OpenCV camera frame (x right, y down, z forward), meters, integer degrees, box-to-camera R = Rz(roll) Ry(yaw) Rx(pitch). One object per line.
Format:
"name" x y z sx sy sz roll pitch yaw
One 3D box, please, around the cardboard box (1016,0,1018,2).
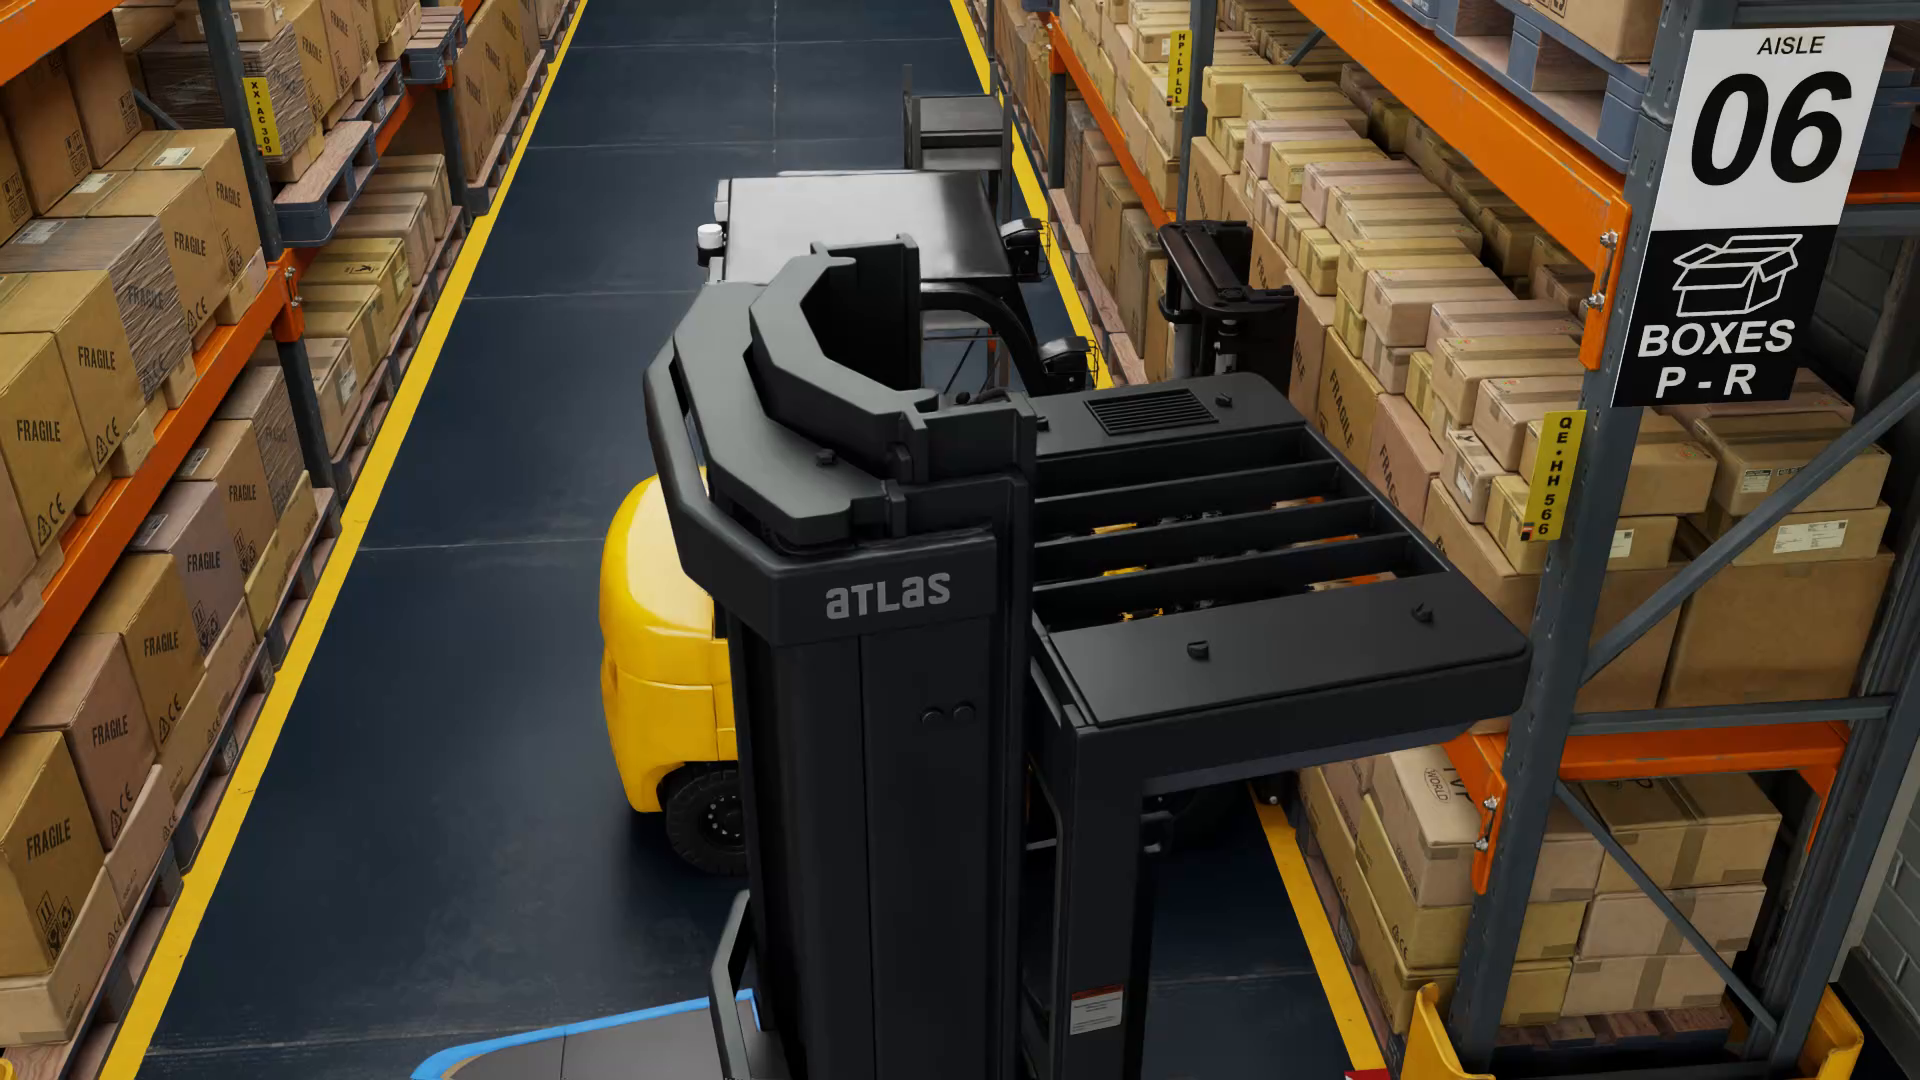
"cardboard box" 0.649 -4.609 13.936 0.380 0.149 0.250 -4 31 -7

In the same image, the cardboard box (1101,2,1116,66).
"cardboard box" 1.064 -2.773 9.127 0.500 0.250 0.500 -2 31 -4

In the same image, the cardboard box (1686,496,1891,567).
"cardboard box" 2.090 -0.067 4.208 0.380 0.149 0.250 -4 31 -6

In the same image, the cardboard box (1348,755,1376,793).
"cardboard box" 1.456 0.530 5.234 0.500 0.250 0.500 -2 31 -4

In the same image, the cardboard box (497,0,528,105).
"cardboard box" -3.970 -3.942 13.087 0.875 0.875 0.875 -2 31 -3

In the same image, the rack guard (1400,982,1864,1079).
"rack guard" 1.866 1.525 4.709 1.175 0.500 0.348 -3 31 -5

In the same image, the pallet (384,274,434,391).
"pallet" -3.643 -1.187 9.532 1.003 0.211 1.213 -3 31 -5

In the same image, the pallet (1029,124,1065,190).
"pallet" 1.084 -2.831 12.283 1.003 0.211 1.213 -3 31 -5

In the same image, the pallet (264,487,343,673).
"pallet" -3.354 0.175 7.250 1.003 0.211 1.213 -3 31 -5

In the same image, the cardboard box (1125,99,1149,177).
"cardboard box" 1.130 -2.039 8.385 0.500 0.250 0.500 -3 31 -5

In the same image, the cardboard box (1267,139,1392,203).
"cardboard box" 1.344 -1.348 6.062 0.380 0.149 0.250 -3 31 -5

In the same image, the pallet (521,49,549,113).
"pallet" -4.052 -3.860 14.006 1.003 0.211 1.213 -3 31 -5

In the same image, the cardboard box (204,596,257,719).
"cardboard box" -3.027 0.458 6.331 0.500 0.250 0.500 -2 31 -4

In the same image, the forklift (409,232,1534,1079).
"forklift" 0.327 0.854 3.462 3.031 2.935 1.130 -8 32 -13

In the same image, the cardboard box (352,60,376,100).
"cardboard box" -3.283 -2.399 8.677 0.380 0.149 0.250 -2 31 -3

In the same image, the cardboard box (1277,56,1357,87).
"cardboard box" 1.670 -2.114 7.633 0.380 0.149 0.250 -3 31 -6

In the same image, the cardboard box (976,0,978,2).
"cardboard box" 0.469 -5.551 16.147 0.700 0.500 0.500 -4 31 -6

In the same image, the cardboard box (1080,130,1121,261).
"cardboard box" 1.229 -2.153 10.336 0.875 0.625 0.625 -2 31 -3

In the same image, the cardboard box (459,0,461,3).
"cardboard box" -3.687 -3.864 11.440 0.500 0.250 0.500 -4 31 -6

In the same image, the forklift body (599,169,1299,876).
"forklift body" -0.130 -0.077 5.781 2.313 2.155 1.214 -3 31 -5

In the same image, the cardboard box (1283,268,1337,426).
"cardboard box" 1.411 -0.625 5.774 0.500 0.500 0.500 -3 31 -4

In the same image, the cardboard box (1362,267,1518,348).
"cardboard box" 1.431 -0.697 4.972 0.380 0.149 0.250 -2 31 -3

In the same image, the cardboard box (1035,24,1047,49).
"cardboard box" 0.777 -3.809 12.598 0.380 0.149 0.250 -3 31 -5

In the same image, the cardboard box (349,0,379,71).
"cardboard box" -3.349 -2.737 8.611 0.500 0.500 0.500 -4 31 -7

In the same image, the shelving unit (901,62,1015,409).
"shelving unit" -0.015 -0.986 7.353 0.431 2.100 0.503 -3 31 -5

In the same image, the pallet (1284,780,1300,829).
"pallet" 1.639 0.627 6.495 1.003 0.211 1.213 -3 31 -5

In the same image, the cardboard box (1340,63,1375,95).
"cardboard box" 1.820 -1.903 6.991 0.380 0.149 0.250 -3 31 -4

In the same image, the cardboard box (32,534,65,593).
"cardboard box" -2.921 0.074 4.946 0.380 0.149 0.250 -2 31 -3

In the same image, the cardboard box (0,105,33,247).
"cardboard box" -3.581 -1.208 5.485 0.700 0.500 0.500 -3 31 -6

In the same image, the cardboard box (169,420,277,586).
"cardboard box" -3.080 -0.136 6.593 0.500 0.500 0.500 -2 31 -4

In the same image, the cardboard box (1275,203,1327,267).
"cardboard box" 1.348 -1.094 5.926 0.380 0.149 0.250 -4 31 -6

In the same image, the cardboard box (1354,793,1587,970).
"cardboard box" 1.507 0.992 4.949 0.500 0.250 0.500 -3 31 -5

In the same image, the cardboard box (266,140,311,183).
"cardboard box" -3.189 -1.733 7.561 0.380 0.149 0.250 -2 31 -4

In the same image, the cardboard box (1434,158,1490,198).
"cardboard box" 1.908 -1.248 5.894 0.380 0.149 0.250 -3 31 -5

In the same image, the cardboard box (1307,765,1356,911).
"cardboard box" 1.468 0.961 5.488 0.500 0.250 0.500 -3 31 -5

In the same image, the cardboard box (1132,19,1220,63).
"cardboard box" 1.067 -2.474 8.237 0.380 0.149 0.250 -4 31 -6

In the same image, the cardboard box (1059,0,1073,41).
"cardboard box" 0.914 -3.342 10.566 0.500 0.250 0.500 -3 31 -4

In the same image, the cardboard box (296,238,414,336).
"cardboard box" -3.641 -1.404 9.329 0.950 0.372 0.625 -2 31 -3

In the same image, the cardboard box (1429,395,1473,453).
"cardboard box" 1.535 -0.310 4.614 0.380 0.149 0.250 -2 31 -4

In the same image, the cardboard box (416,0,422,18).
"cardboard box" -3.464 -3.188 9.998 0.380 0.149 0.250 -2 31 -4

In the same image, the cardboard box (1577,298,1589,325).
"cardboard box" 2.007 -0.588 4.788 0.380 0.149 0.250 -3 31 -4

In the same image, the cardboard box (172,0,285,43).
"cardboard box" -3.144 -2.249 7.161 0.380 0.149 0.250 -3 31 -5

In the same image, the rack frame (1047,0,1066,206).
"rack frame" 1.116 -3.645 10.927 1.000 3.000 0.127 -3 31 -5

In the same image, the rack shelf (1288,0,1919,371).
"rack shelf" 1.676 -1.560 5.214 1.077 0.370 4.000 -3 31 -5

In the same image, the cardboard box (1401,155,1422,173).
"cardboard box" 1.912 -1.380 6.405 0.380 0.149 0.250 -3 31 -4

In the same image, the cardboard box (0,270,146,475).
"cardboard box" -3.002 -0.530 5.325 0.500 0.500 0.500 -3 31 -6

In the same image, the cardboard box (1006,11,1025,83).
"cardboard box" 0.665 -4.010 13.566 0.500 0.500 0.500 -4 31 -6

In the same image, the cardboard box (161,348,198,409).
"cardboard box" -3.020 -0.587 6.052 0.380 0.149 0.250 -3 31 -5

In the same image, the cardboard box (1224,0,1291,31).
"cardboard box" 1.604 -2.767 8.727 0.380 0.149 0.250 -3 31 -5

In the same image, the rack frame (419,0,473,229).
"rack frame" -3.826 -3.405 10.526 1.000 3.000 0.127 -3 31 -5

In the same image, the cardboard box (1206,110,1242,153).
"cardboard box" 1.258 -1.749 7.022 0.380 0.149 0.250 -3 31 -5

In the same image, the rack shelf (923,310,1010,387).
"rack shelf" -0.015 -0.974 7.360 0.431 0.518 0.480 -3 31 -5

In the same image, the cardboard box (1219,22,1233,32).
"cardboard box" 1.624 -2.544 8.742 0.500 0.250 0.500 -3 31 -6
